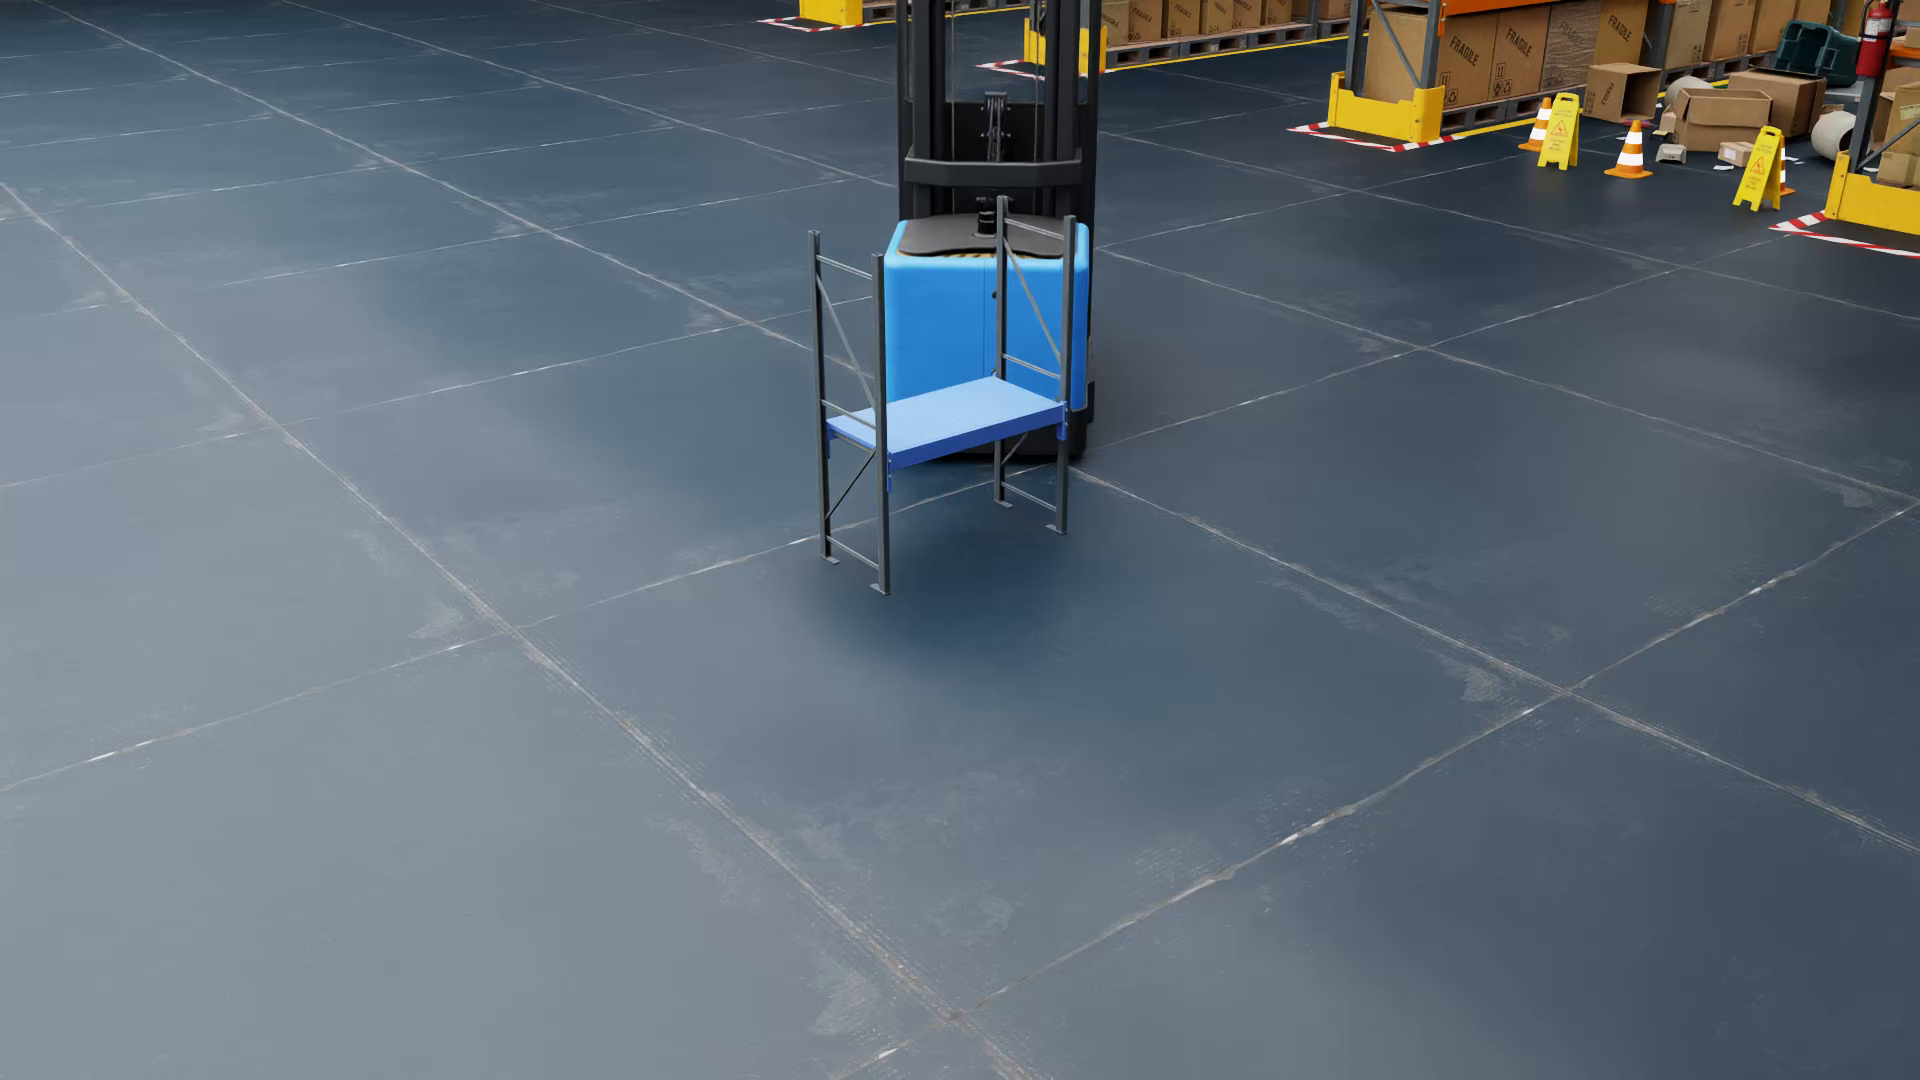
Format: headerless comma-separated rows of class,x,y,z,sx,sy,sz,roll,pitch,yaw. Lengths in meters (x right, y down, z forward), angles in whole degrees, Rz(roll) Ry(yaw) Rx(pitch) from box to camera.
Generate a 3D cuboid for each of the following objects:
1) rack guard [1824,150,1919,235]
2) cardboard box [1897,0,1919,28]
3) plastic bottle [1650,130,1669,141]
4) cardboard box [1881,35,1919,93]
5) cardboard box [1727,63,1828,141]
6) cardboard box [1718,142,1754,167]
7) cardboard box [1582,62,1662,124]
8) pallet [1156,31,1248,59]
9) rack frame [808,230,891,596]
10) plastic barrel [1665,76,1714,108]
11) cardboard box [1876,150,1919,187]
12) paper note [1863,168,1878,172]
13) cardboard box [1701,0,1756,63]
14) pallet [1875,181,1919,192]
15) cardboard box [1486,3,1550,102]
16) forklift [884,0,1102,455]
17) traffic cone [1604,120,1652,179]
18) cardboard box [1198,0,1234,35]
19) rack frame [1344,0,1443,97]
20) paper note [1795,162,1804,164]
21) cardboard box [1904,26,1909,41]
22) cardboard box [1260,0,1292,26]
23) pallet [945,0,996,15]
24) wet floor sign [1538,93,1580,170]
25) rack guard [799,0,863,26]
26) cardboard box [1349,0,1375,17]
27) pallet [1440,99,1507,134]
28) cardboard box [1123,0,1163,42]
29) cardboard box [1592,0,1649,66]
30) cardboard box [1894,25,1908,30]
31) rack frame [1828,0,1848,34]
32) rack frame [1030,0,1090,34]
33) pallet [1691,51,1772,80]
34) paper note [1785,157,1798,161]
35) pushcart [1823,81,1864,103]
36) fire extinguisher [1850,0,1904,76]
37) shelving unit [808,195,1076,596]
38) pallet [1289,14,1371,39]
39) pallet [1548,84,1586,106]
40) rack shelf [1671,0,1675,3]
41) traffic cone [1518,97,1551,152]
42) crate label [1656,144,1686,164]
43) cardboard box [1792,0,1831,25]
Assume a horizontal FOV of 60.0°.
rack guard,7.370,-2.662,12.856,0.348,0.500,1.175,-18,31,-34
cardboard box,7.567,-4.188,12.704,0.500,0.500,0.500,-19,31,-35
plastic bottle,6.768,-3.916,16.080,0.133,0.061,0.283,15,29,29
cardboard box,9.336,-4.606,16.147,0.500,0.500,0.500,-18,31,-34
cardboard box,7.861,-4.246,16.104,0.503,0.637,0.797,-18,31,-34
cardboard box,7.095,-3.492,15.062,0.250,0.149,0.380,-3,25,-7
cardboard box,6.736,-4.552,16.927,0.500,0.500,0.500,-13,28,-25
pallet,2.876,-6.328,21.099,1.213,0.211,1.003,-18,31,-34
rack frame,-0.467,-0.526,7.067,0.032,1.500,0.500,-18,31,-34
plastic barrel,7.378,-4.457,16.815,0.421,0.421,0.512,1,25,2
cardboard box,7.799,-3.024,13.436,0.500,0.250,0.500,-18,31,-34
paper note,8.114,-3.301,14.792,0.142,0.019,0.148,15,29,29
cardboard box,8.519,-6.039,19.337,0.750,0.750,1.050,-18,31,-34
pallet,8.031,-2.730,13.346,1.213,0.211,1.003,-18,31,-34
cardboard box,5.360,-5.043,17.044,0.875,0.875,0.875,-19,31,-35
forklift,0.222,-2.341,9.278,1.130,2.935,3.031,2,25,4
traffic cone,5.900,-3.443,14.585,0.334,0.463,0.336,-18,31,-34
cardboard box,3.117,-6.725,21.113,0.500,0.500,0.500,-22,33,-38
rack frame,4.176,-5.389,15.764,0.127,3.000,1.000,-18,31,-34
paper note,7.612,-3.418,15.067,0.123,0.001,0.032,-18,31,-34
cardboard box,7.604,-3.932,12.923,0.250,0.149,0.380,-19,31,-35
cardboard box,4.004,-7.064,21.842,0.500,0.500,0.500,-19,31,-36
pallet,-0.228,-7.994,24.689,1.213,0.211,1.003,-18,31,-34
wet floor sign,5.375,-3.658,14.830,0.267,0.644,0.232,21,32,37
rack guard,-1.830,-7.601,23.499,0.348,0.500,1.175,-18,31,-34
cardboard box,5.226,-7.433,22.615,0.500,0.500,0.700,-18,31,-34
pallet,4.757,-4.358,16.854,1.213,0.211,1.003,-18,31,-34
cardboard box,2.146,-6.439,20.495,0.500,0.500,0.500,-10,27,-21
cardboard box,6.786,-5.515,18.060,0.875,0.875,0.875,-18,30,-33
cardboard box,11.980,-6.890,21.468,0.500,0.500,0.500,-19,31,-35
rack frame,10.472,-7.467,20.242,0.127,3.000,1.000,-18,31,-34
rack frame,1.195,-7.059,19.361,0.127,3.000,1.000,-18,31,-34
pallet,8.845,-5.708,19.762,1.213,0.211,1.003,-18,31,-34
paper note,7.587,-3.500,15.233,0.142,0.019,0.148,-8,26,-16
pushcart,9.012,-4.368,16.678,1.648,0.377,0.936,15,29,29
fire extinguisher,6.936,-3.864,12.568,0.183,0.674,0.296,-18,31,-34
shelving unit,-0.067,-0.658,7.351,1.048,1.500,0.538,-18,31,-34
pallet,4.955,-7.036,22.624,1.213,0.211,1.003,-18,31,-34
pallet,6.677,-4.992,18.220,1.213,0.211,1.003,-18,31,-34
rack shelf,8.898,-6.622,19.274,4.000,0.370,1.077,-18,31,-34
traffic cone,5.471,-3.906,15.582,0.334,0.463,0.336,-18,31,-34
crate label,6.481,-3.520,15.138,0.250,0.136,0.298,10,27,20
cardboard box,9.937,-6.509,20.350,0.750,0.750,1.050,-19,31,-35
